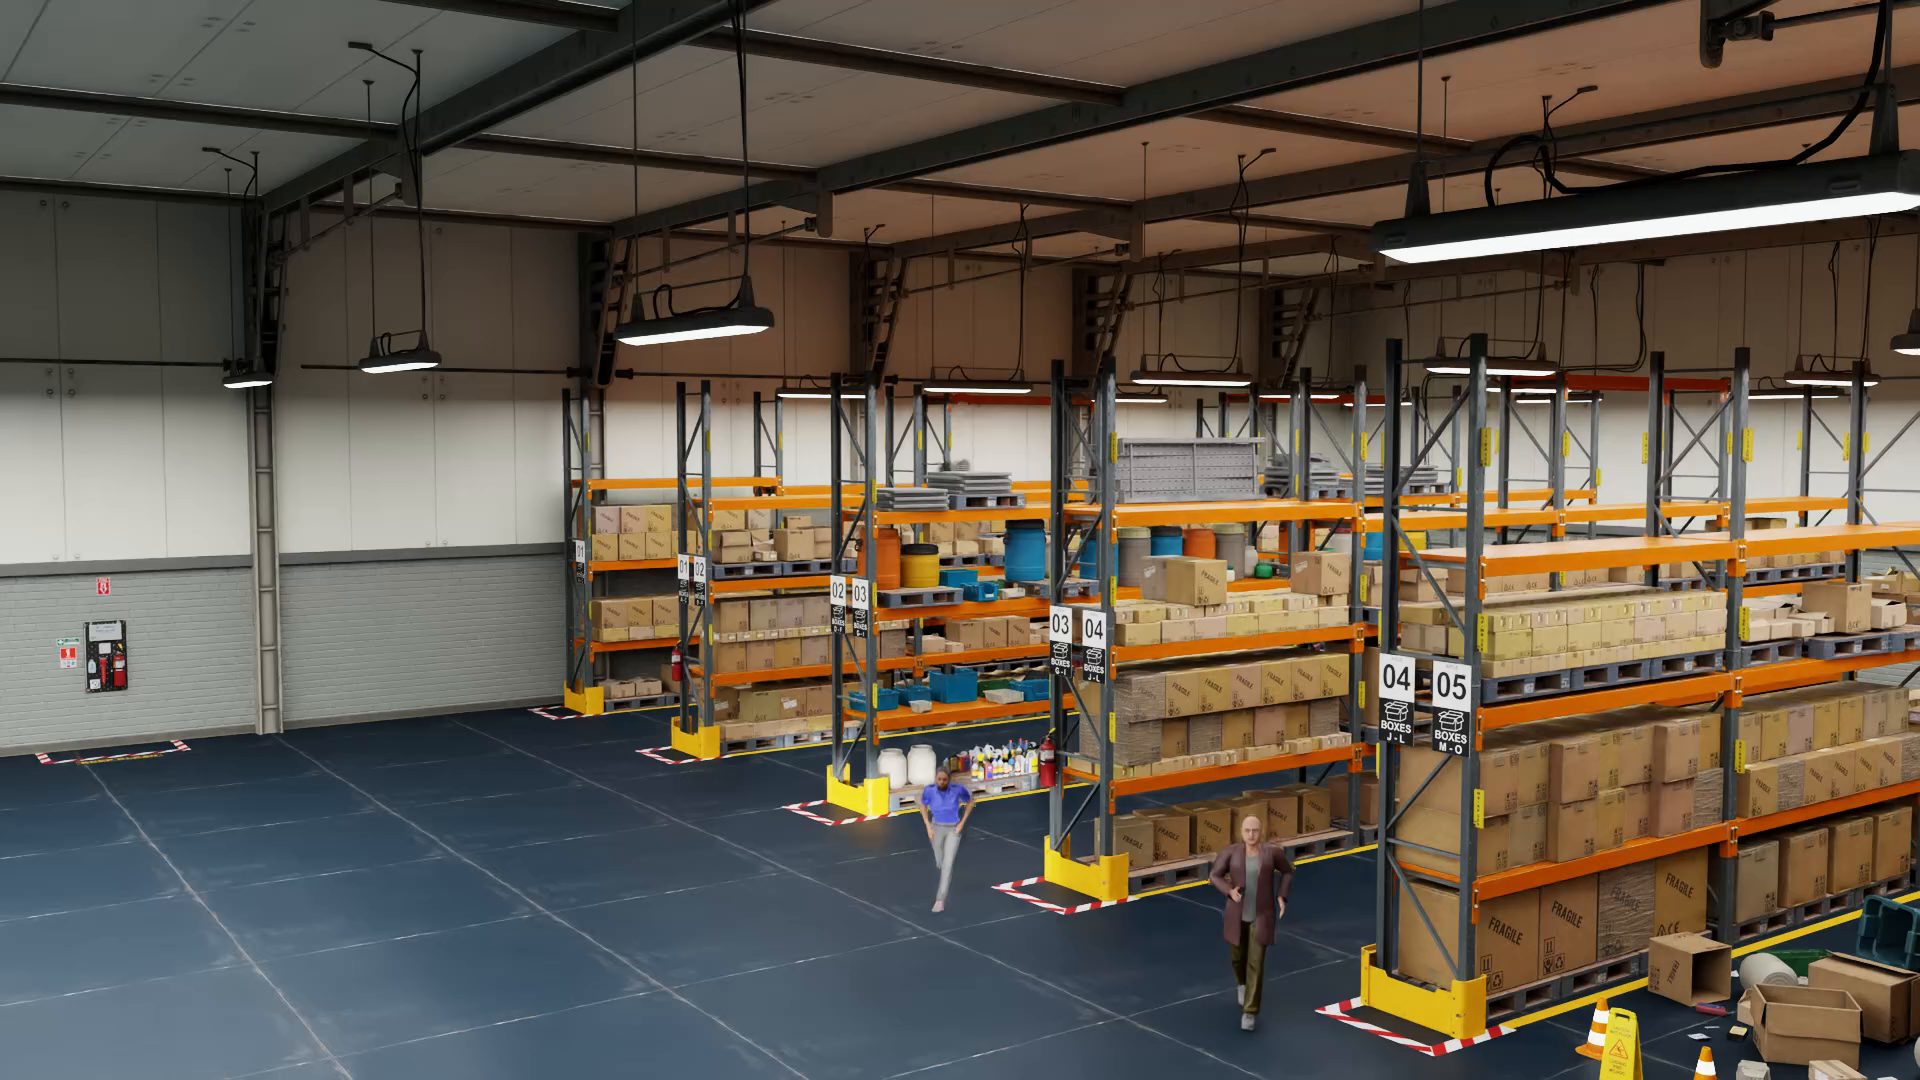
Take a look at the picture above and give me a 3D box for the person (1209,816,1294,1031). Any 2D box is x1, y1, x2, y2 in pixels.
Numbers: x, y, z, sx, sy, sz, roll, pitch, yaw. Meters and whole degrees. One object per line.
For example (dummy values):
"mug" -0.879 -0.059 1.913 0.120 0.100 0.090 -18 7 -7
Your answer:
"person" 2.554 3.314 14.665 0.725 1.773 0.945 1 4 16

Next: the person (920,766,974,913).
"person" -0.139 3.224 18.292 0.584 1.615 0.854 0 4 3
